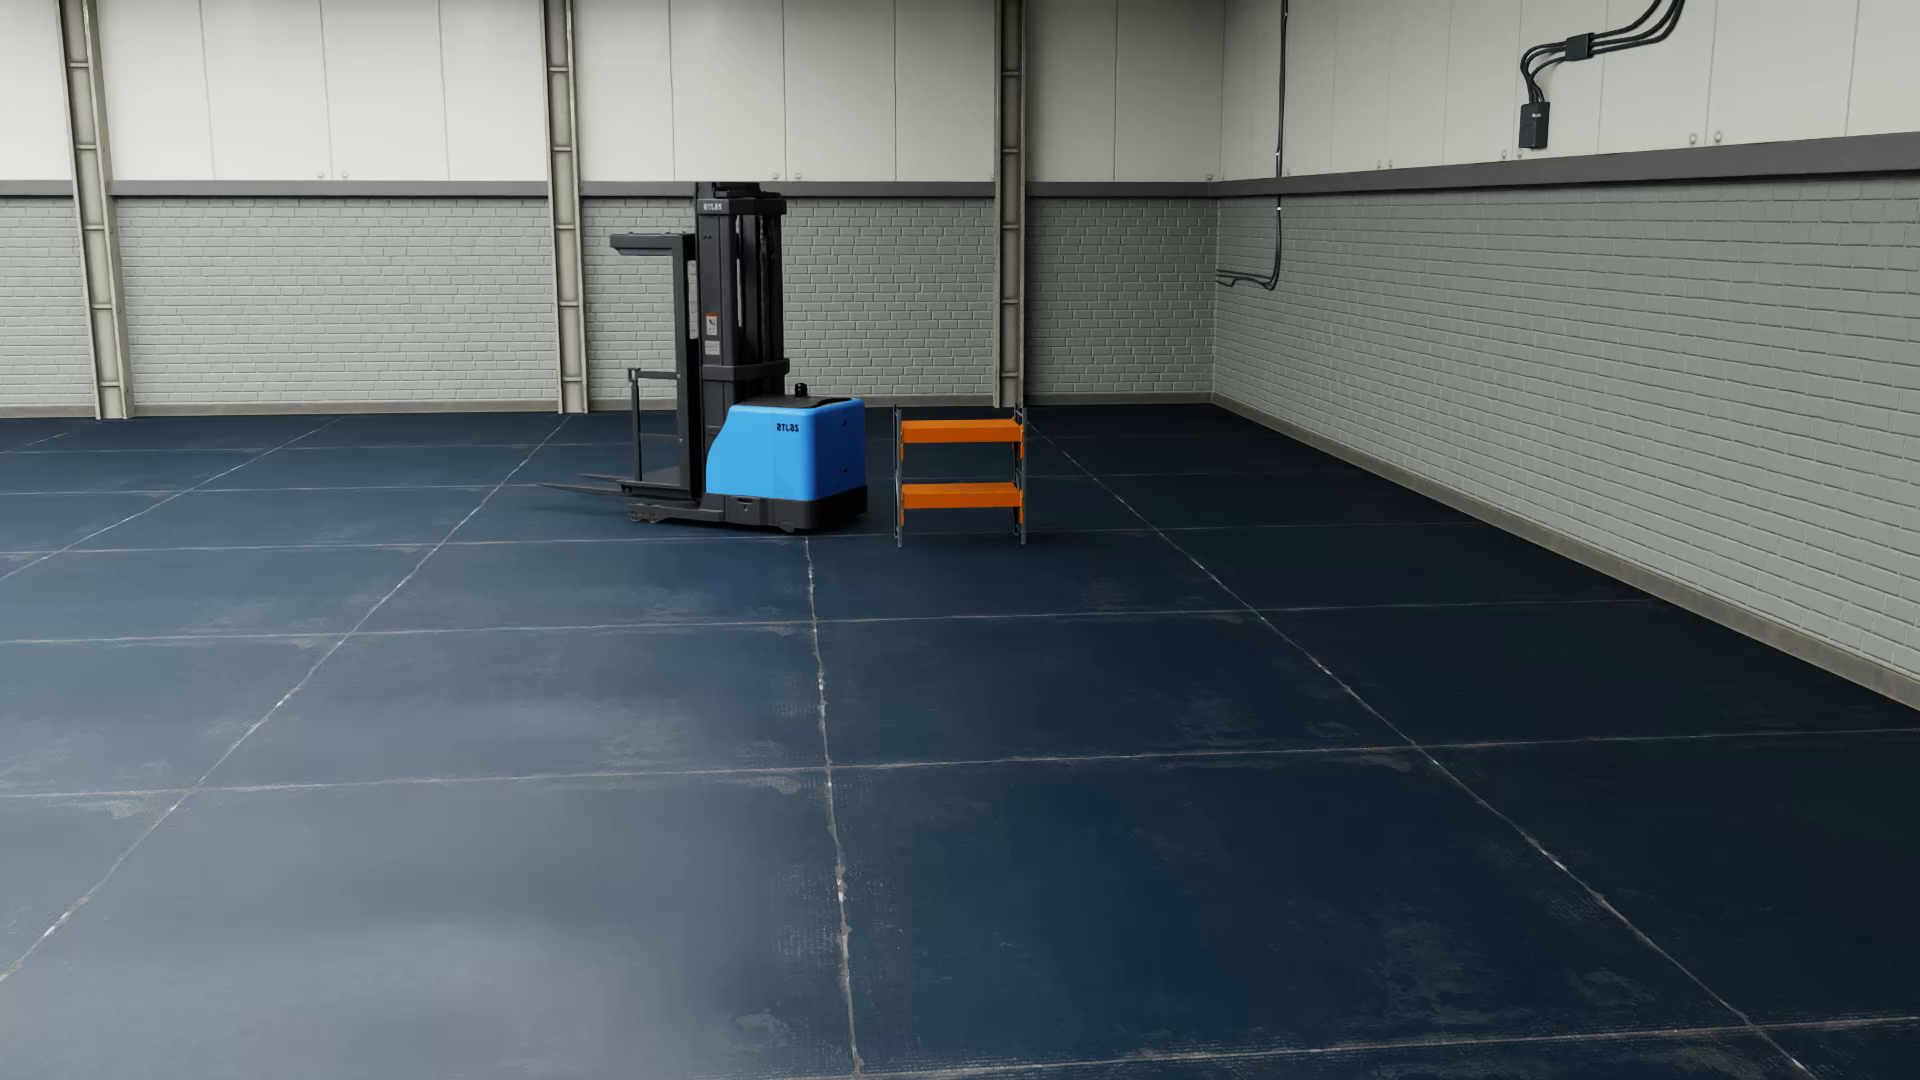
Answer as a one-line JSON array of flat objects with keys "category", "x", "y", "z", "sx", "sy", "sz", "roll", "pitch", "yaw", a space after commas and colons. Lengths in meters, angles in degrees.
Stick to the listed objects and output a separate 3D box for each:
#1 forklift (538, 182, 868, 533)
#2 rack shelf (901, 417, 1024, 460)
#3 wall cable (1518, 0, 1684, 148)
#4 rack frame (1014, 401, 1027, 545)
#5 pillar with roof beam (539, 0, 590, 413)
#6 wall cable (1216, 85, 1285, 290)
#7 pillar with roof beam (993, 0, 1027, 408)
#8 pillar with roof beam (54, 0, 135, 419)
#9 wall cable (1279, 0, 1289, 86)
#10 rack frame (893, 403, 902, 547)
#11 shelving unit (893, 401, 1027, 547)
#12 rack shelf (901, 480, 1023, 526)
[{"category": "forklift", "x": -2.381, "y": -1.669, "z": 14.757, "sx": 3.031, "sy": 2.935, "sz": 1.130, "roll": 5, "pitch": 12, "yaw": 25}, {"category": "rack shelf", "x": -0.007, "y": -0.839, "z": 13.702, "sx": 1.000, "sy": 0.278, "sz": 0.538, "roll": -1, "pitch": 11, "yaw": -6}, {"category": "wall cable", "x": 4.760, "y": -5.953, "z": 12.004, "sx": 0.169, "sy": 6.003, "sz": 2.305, "roll": -1, "pitch": 11, "yaw": -6}, {"category": "rack frame", "x": 0.499, "y": -0.562, "z": 13.813, "sx": 0.032, "sy": 1.125, "sz": 0.500, "roll": -1, "pitch": 11, "yaw": -6}, {"category": "pillar with roof beam", "x": -4.821, "y": -5.347, "z": 17.737, "sx": 0.400, "sy": 9.000, "sz": 9.100, "roll": -1, "pitch": 11, "yaw": -6}, {"category": "wall cable", "x": 3.751, "y": -4.581, "z": 21.894, "sx": 0.112, "sy": 2.526, "sz": 3.097, "roll": -1, "pitch": 11, "yaw": -6}, {"category": "pillar with roof beam", "x": 1.144, "y": -5.472, "z": 18.372, "sx": 0.400, "sy": 9.000, "sz": 9.100, "roll": -1, "pitch": 11, "yaw": -6}, {"category": "pillar with roof beam", "x": -10.786, "y": -5.222, "z": 17.101, "sx": 0.400, "sy": 9.000, "sz": 9.100, "roll": -1, "pitch": 11, "yaw": -6}, {"category": "wall cable", "x": 4.043, "y": -6.541, "z": 18.767, "sx": 0.112, "sy": 2.526, "sz": 3.097, "roll": -1, "pitch": 11, "yaw": -6}, {"category": "rack frame", "x": -0.512, "y": -0.541, "z": 13.705, "sx": 0.032, "sy": 1.125, "sz": 0.500, "roll": -1, "pitch": 11, "yaw": -6}, {"category": "shelving unit", "x": -0.007, "y": -0.552, "z": 13.759, "sx": 1.048, "sy": 1.125, "sz": 0.538, "roll": -1, "pitch": 11, "yaw": -6}, {"category": "rack shelf", "x": -0.007, "y": -0.312, "z": 13.806, "sx": 1.000, "sy": 0.278, "sz": 0.538, "roll": -1, "pitch": 11, "yaw": -6}]
